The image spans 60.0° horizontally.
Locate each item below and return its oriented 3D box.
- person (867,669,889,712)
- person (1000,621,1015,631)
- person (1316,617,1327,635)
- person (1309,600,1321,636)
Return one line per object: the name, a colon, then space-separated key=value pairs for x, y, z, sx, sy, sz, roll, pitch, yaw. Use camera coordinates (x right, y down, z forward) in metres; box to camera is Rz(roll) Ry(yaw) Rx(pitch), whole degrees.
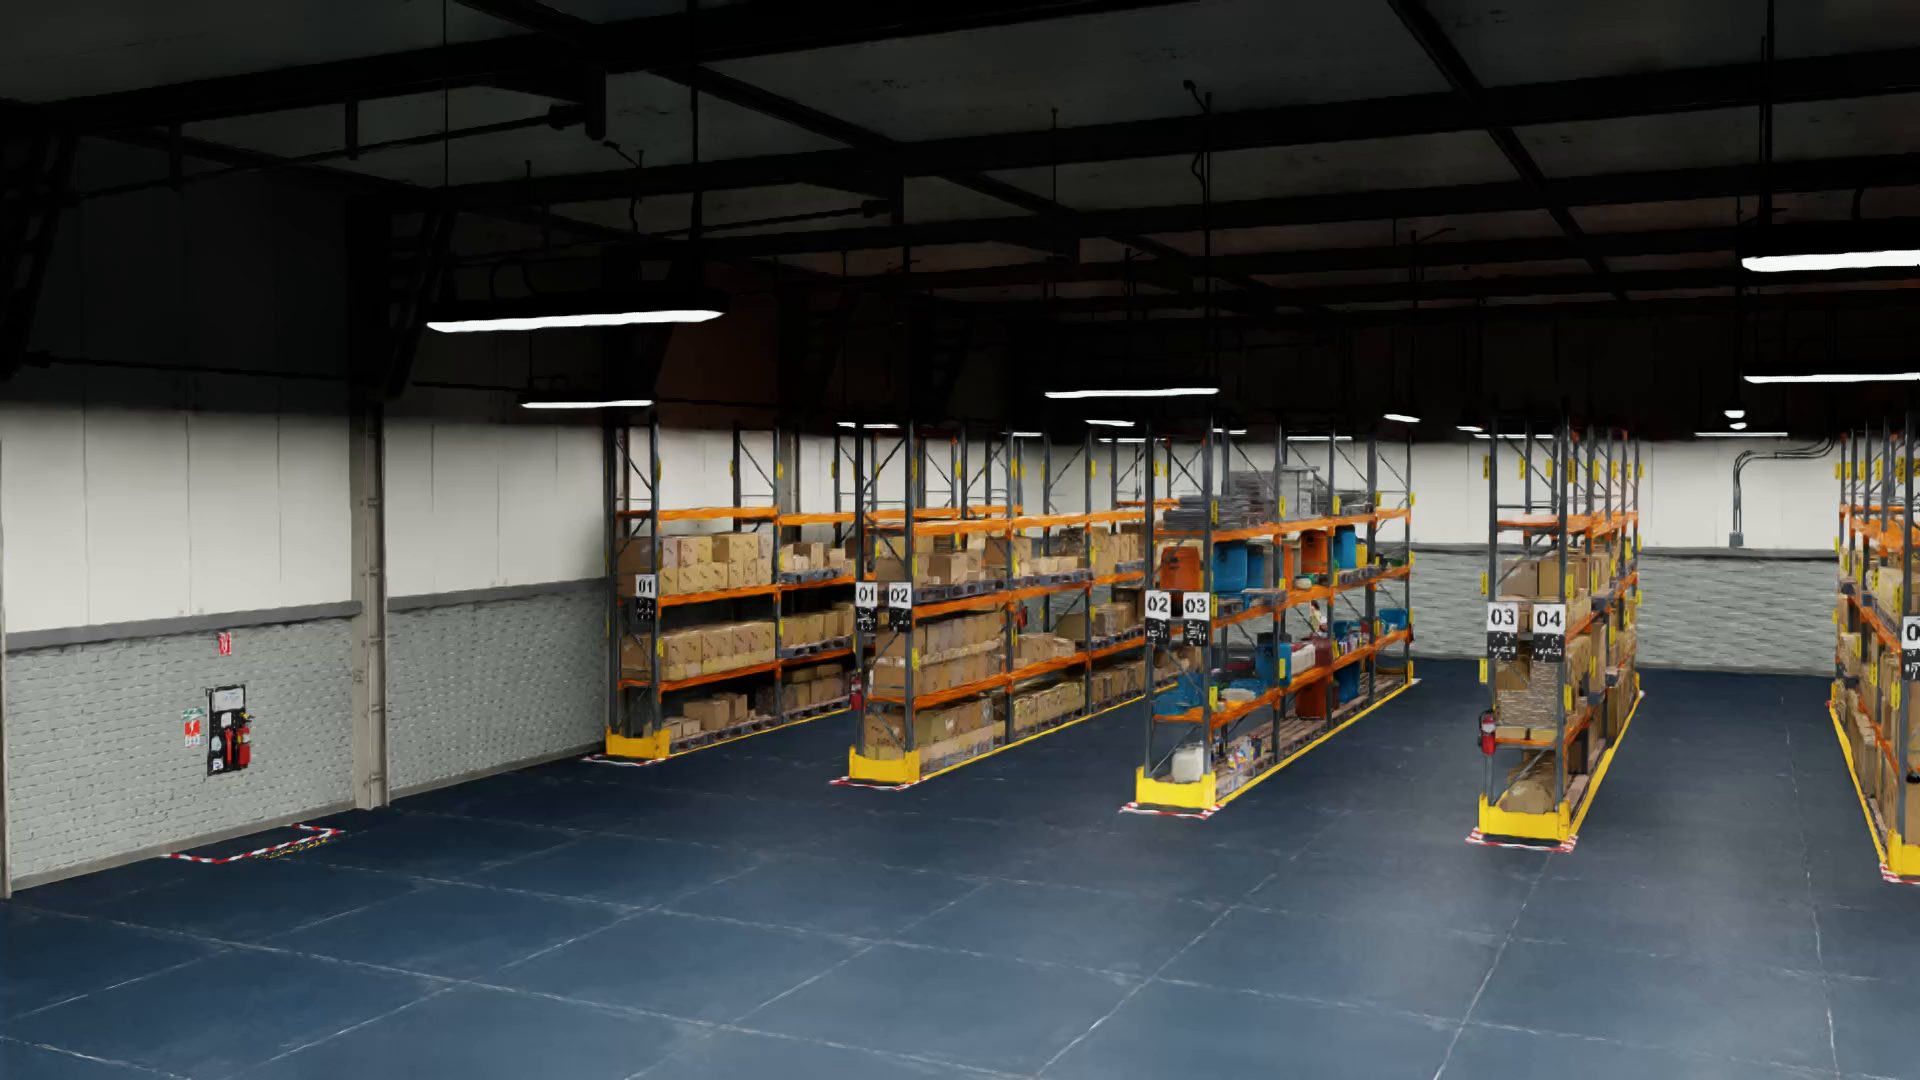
person: x=-1.457 y=2.878 z=30.319 sx=0.573 sy=1.664 sz=0.549 roll=-2 pitch=3 yaw=-42
person: x=1.185 y=2.225 z=44.769 sx=0.644 sy=1.789 sz=0.488 roll=-1 pitch=3 yaw=-26
person: x=8.147 y=2.578 z=37.163 sx=0.961 sy=1.732 sz=0.581 roll=-2 pitch=3 yaw=-41
person: x=9.193 y=2.381 z=42.697 sx=0.613 sy=1.662 sz=0.500 roll=0 pitch=2 yaw=-8
